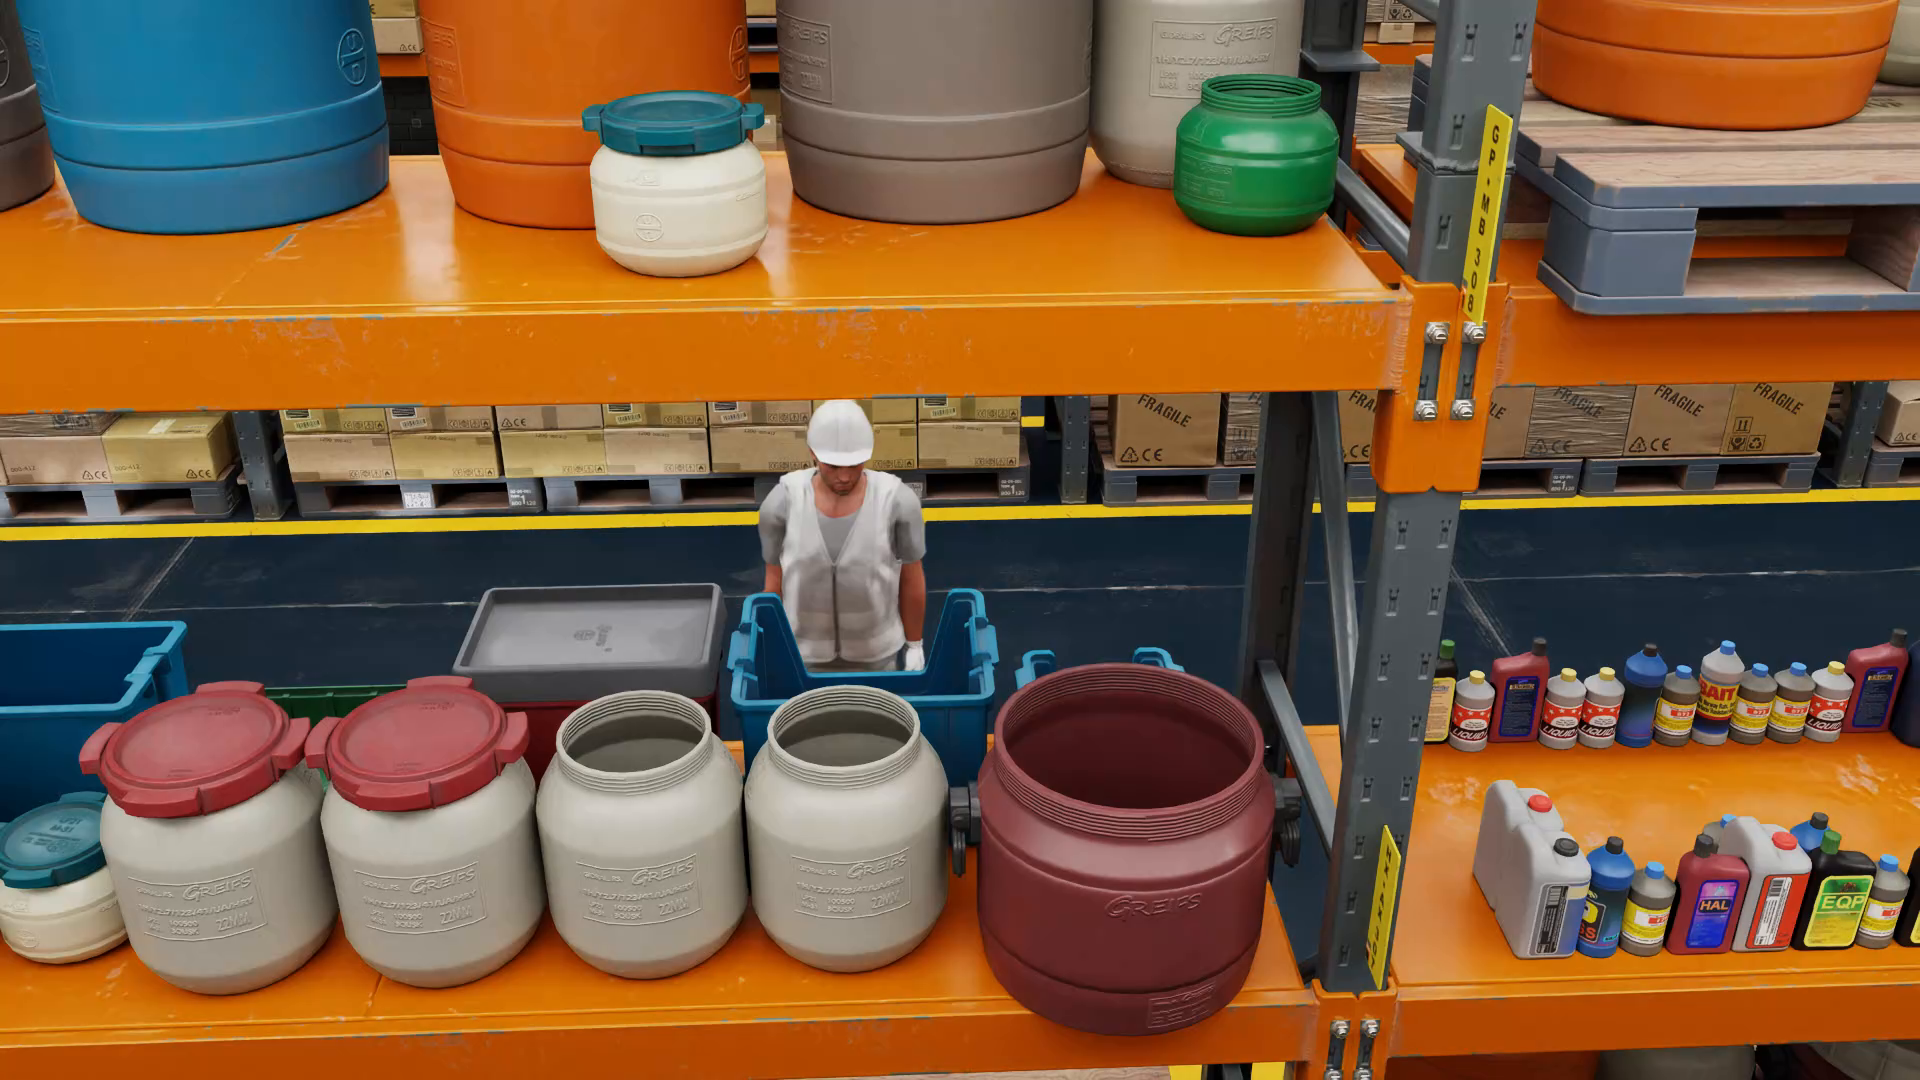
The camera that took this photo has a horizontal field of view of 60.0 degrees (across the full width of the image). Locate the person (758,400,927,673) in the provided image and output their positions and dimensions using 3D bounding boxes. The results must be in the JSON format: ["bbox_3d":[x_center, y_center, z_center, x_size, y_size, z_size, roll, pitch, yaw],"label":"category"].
[{"bbox_3d":[-0.368,0.369,5.394,0.528,1.783,0.351,-1,27,-2],"label":"person"}]
